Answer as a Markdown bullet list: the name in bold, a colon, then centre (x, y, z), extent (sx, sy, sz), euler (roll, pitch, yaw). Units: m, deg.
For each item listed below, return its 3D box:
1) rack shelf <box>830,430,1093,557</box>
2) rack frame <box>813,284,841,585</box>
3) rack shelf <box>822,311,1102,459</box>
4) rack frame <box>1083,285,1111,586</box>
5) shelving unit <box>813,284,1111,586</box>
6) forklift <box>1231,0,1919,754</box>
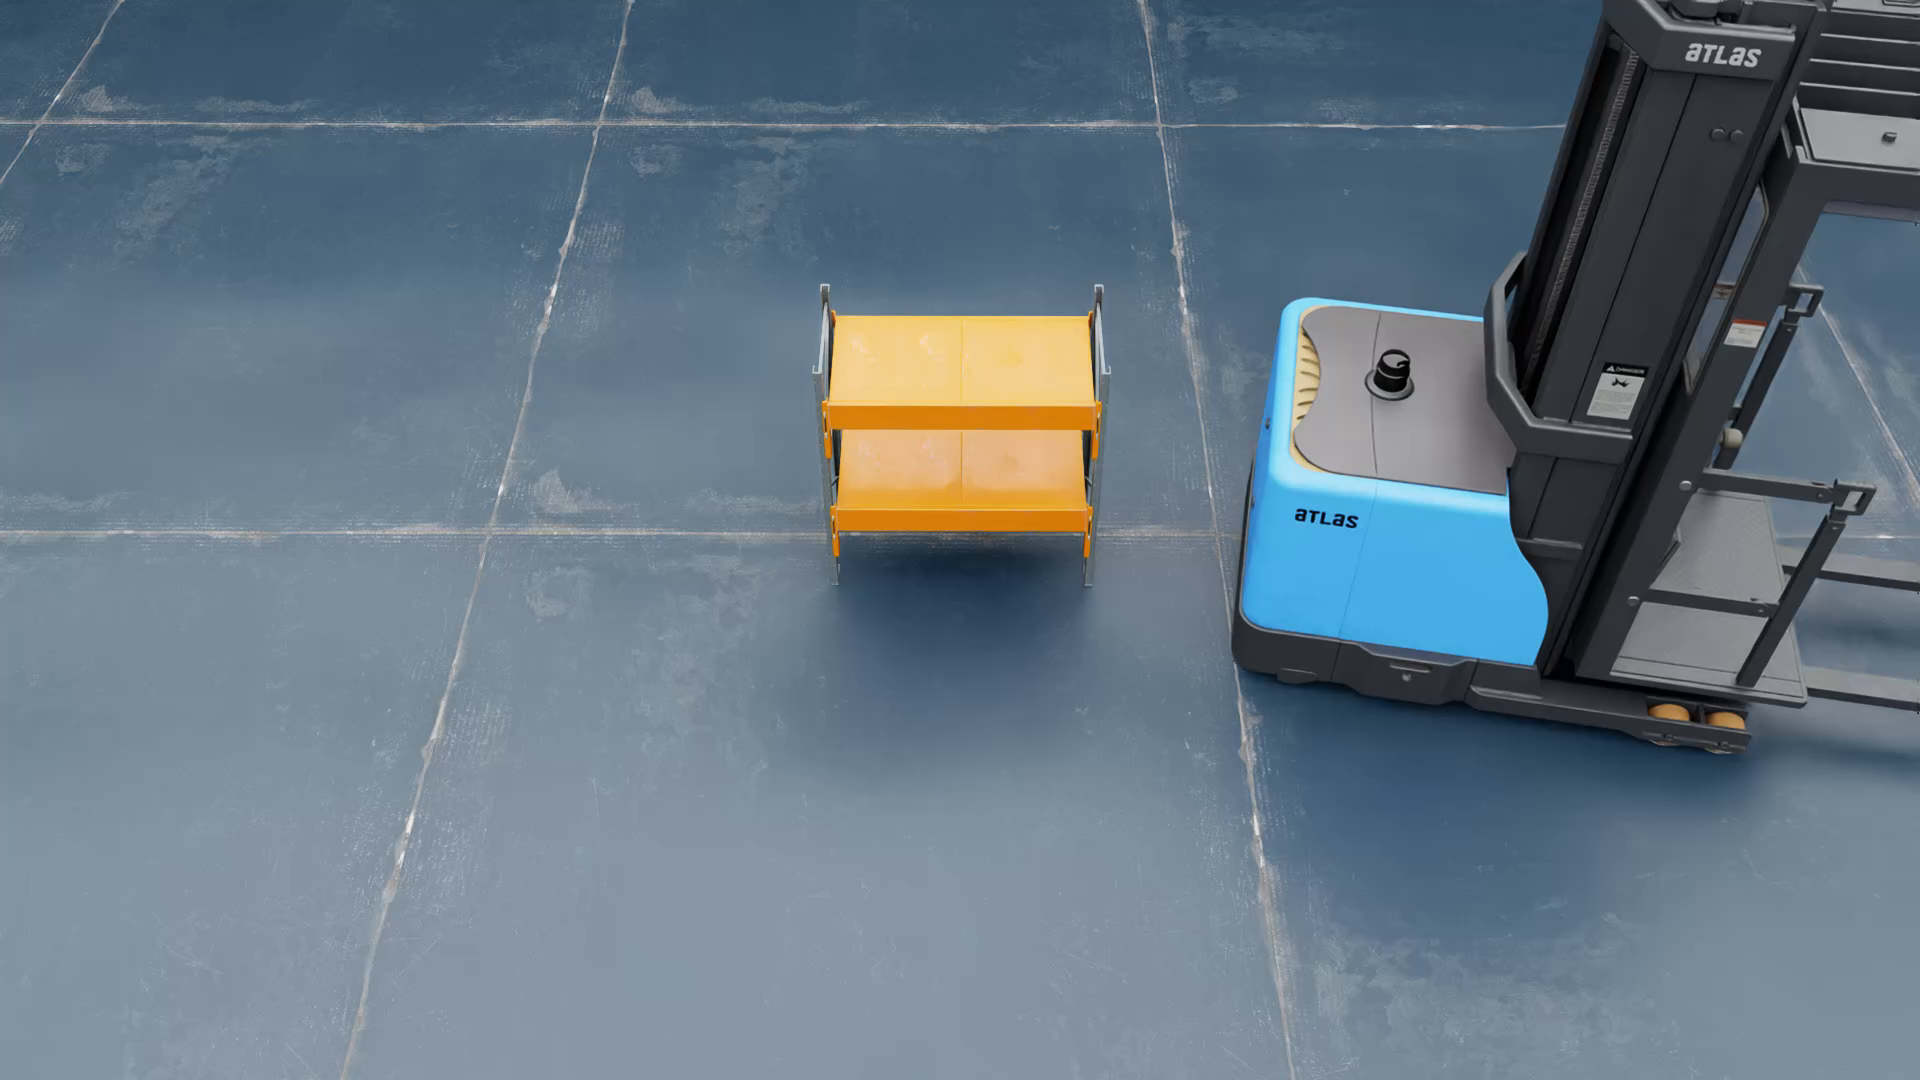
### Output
- **rack shelf**: centre (0.007, -0.217, 6.598), extent (1.000, 0.278, 0.538), euler (0, 47, 0)
- **rack frame**: centre (-0.502, -0.385, 6.420), extent (0.032, 1.125, 0.500), euler (0, 47, 0)
- **rack shelf**: centre (0.007, -0.583, 6.205), extent (1.000, 0.278, 0.538), euler (0, 47, 0)
- **rack frame**: centre (0.515, -0.382, 6.418), extent (0.032, 1.125, 0.500), euler (0, 47, 0)
- **shelving unit**: centre (0.007, -0.383, 6.419), extent (1.048, 1.125, 0.538), euler (0, 47, 0)
- **forklift**: centre (2.601, -0.639, 5.423), extent (3.031, 2.935, 1.130), euler (8, 48, 7)
